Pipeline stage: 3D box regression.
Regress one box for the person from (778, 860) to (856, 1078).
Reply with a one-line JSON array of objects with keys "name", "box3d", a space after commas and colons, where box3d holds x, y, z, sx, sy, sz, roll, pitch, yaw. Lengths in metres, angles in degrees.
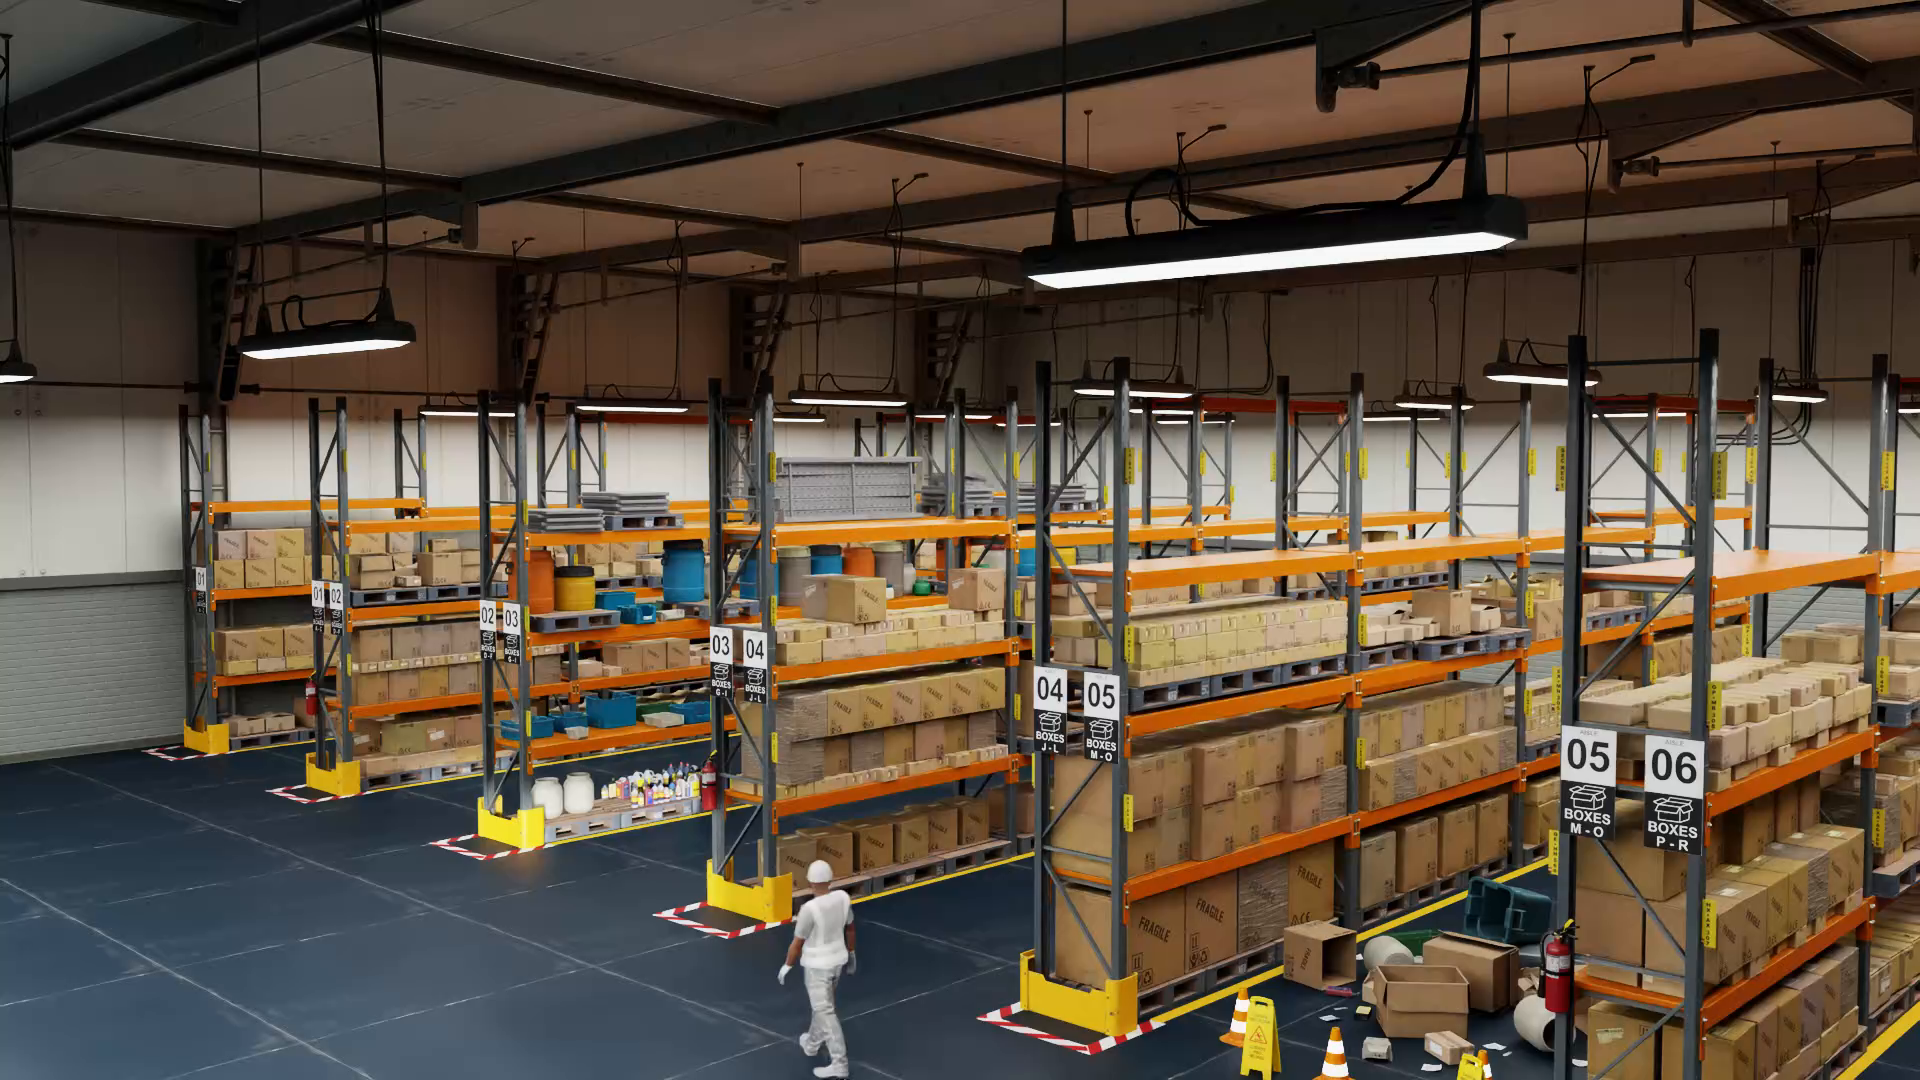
[{"name": "person", "box3d": [-1.173, 3.550, 13.965, 0.850, 1.762, 0.643, 2, 4, 33]}]
